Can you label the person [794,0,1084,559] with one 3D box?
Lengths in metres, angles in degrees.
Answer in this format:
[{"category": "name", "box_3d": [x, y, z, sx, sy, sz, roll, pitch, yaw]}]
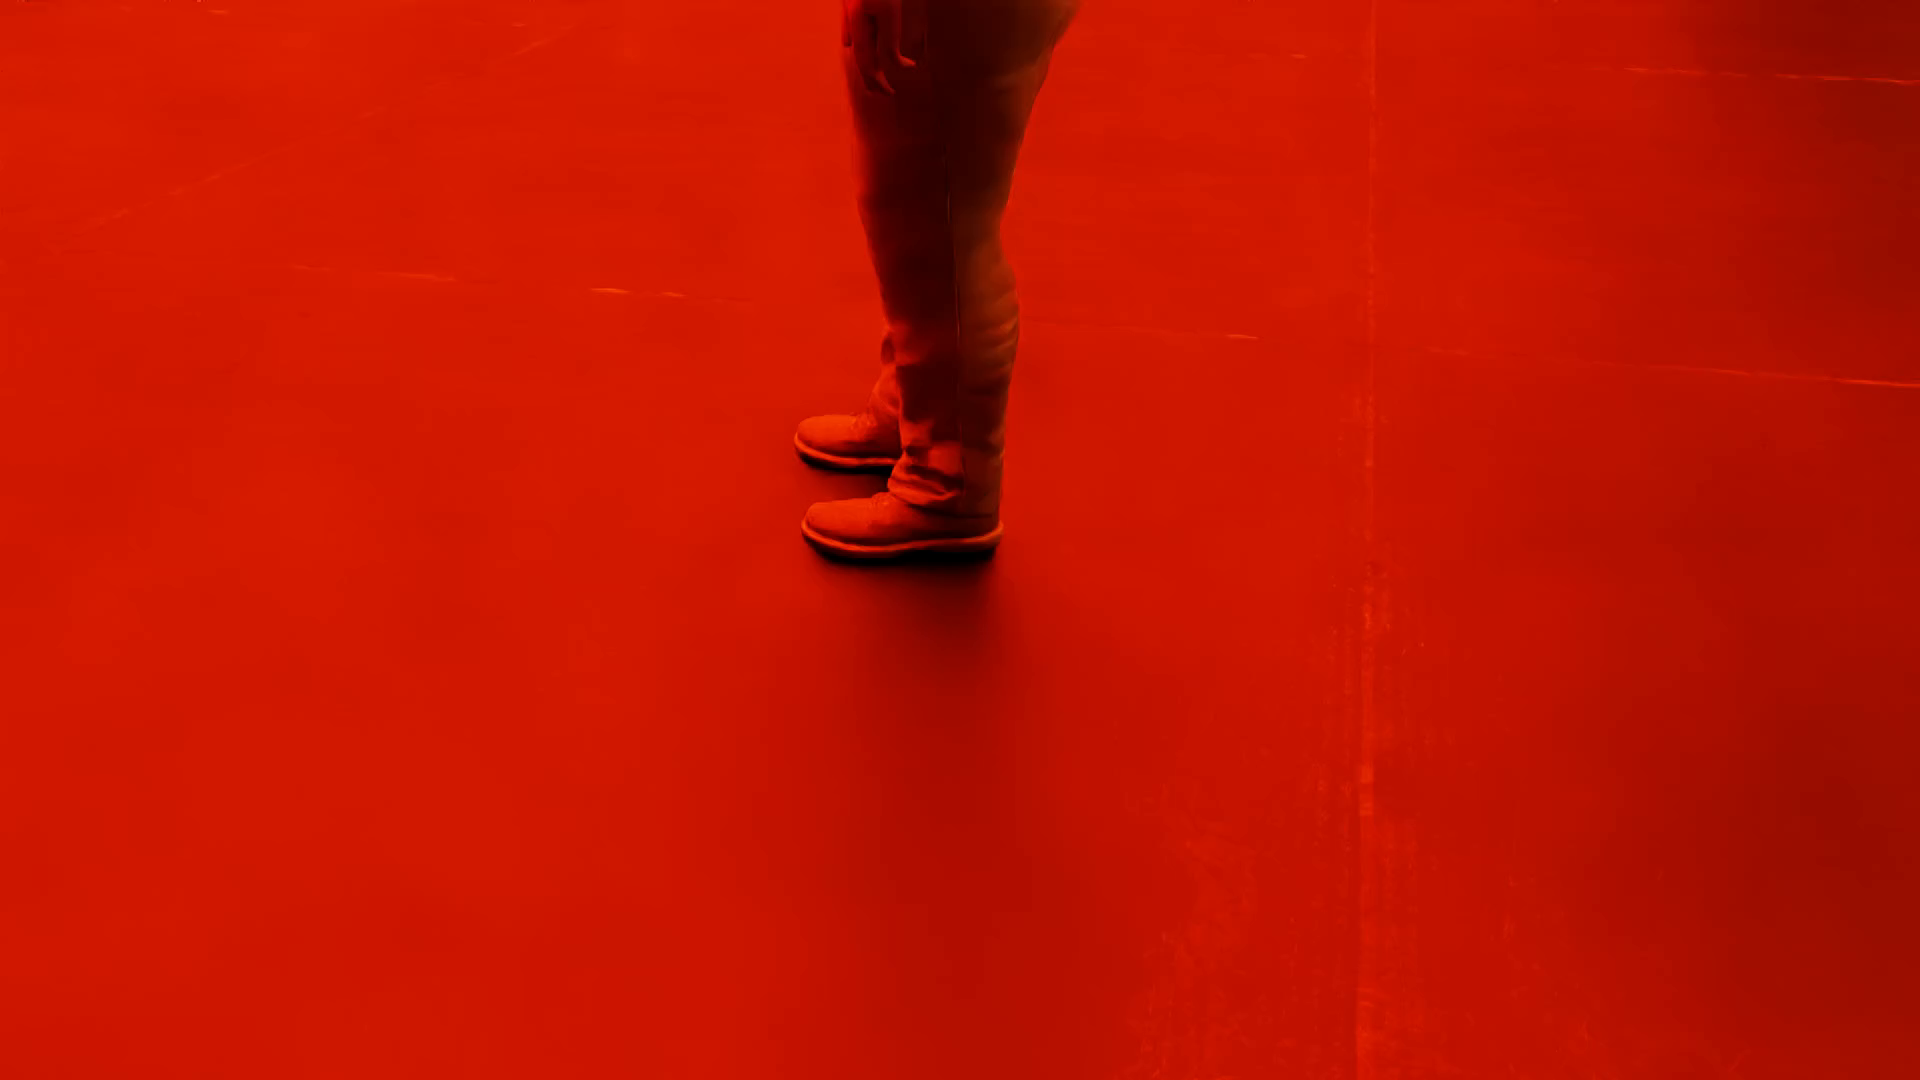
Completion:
[{"category": "person", "box_3d": [-0.070, -0.768, 2.156, 0.529, 1.669, 0.598, 6, 27, 11]}]
